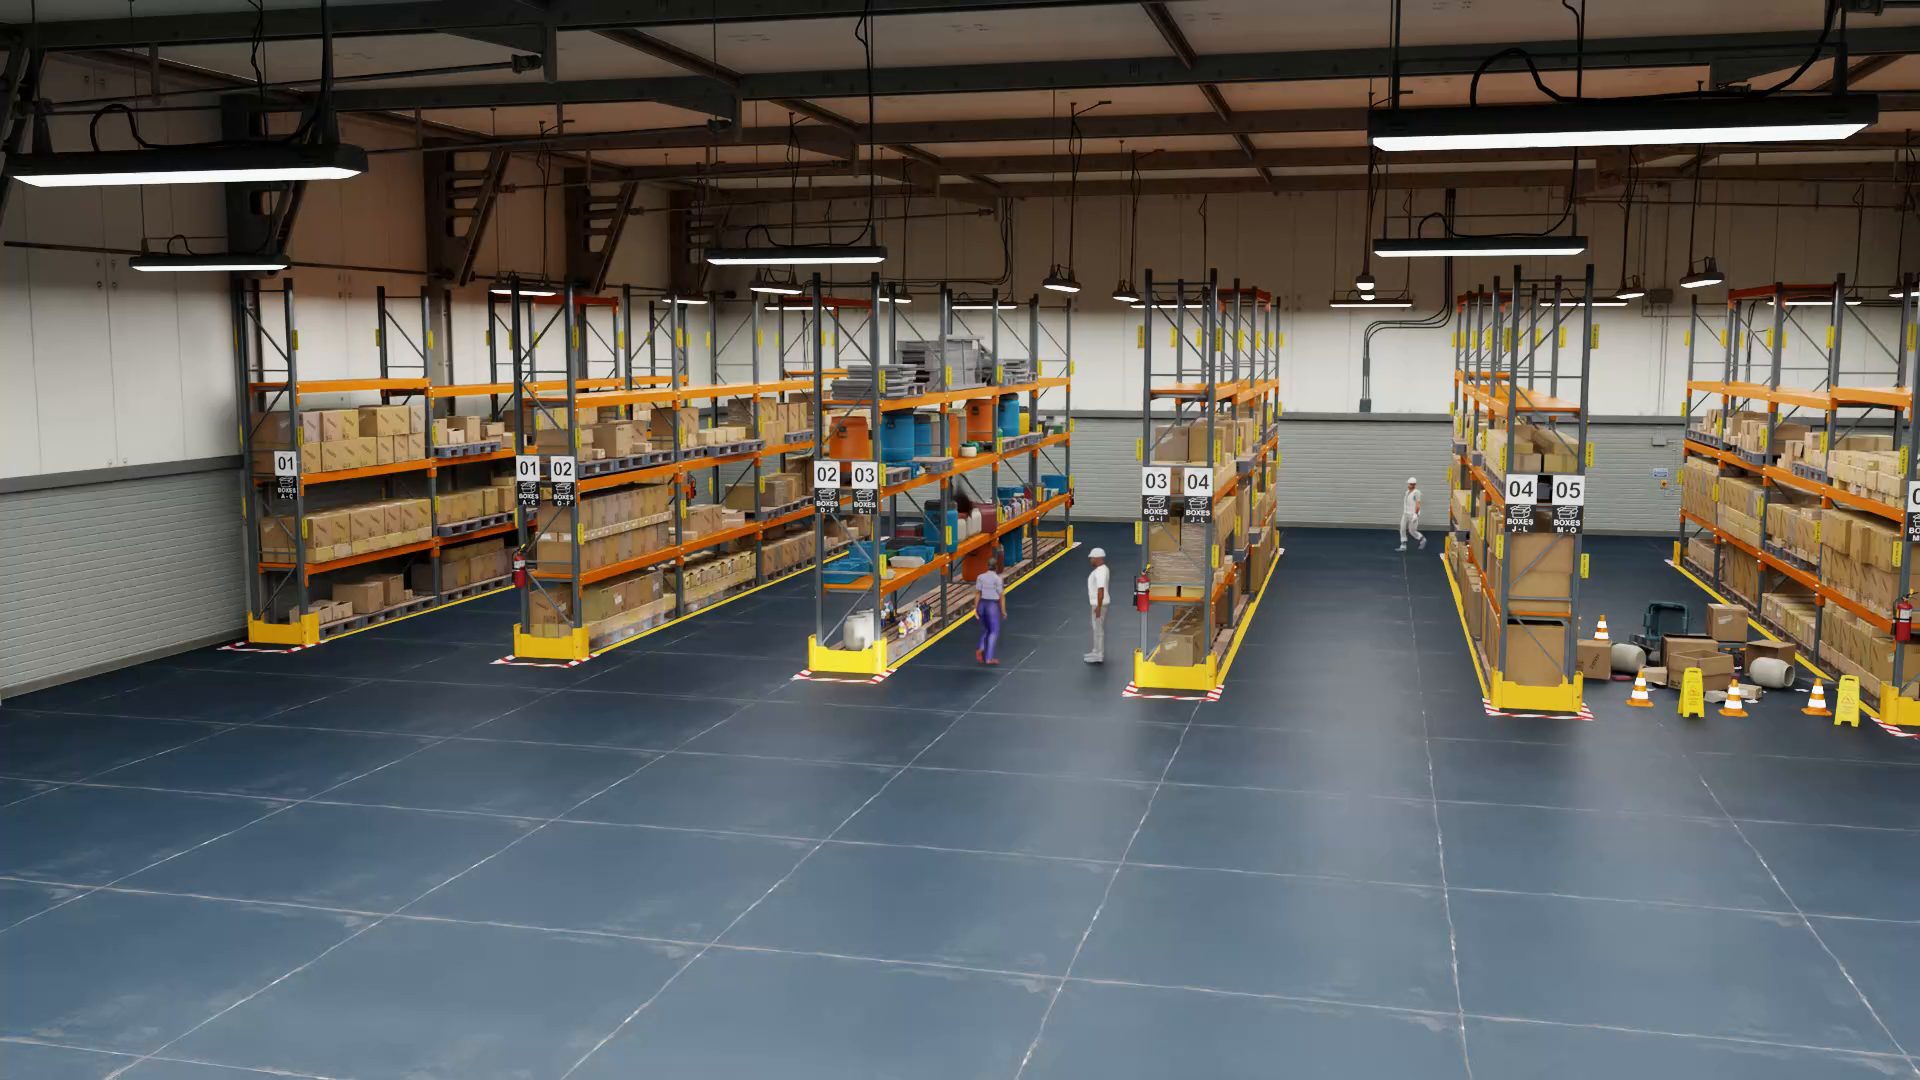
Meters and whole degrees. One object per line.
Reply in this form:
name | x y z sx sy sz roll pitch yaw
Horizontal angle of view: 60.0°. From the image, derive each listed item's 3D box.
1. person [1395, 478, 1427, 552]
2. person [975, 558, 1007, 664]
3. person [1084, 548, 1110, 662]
person | 10.660 -0.587 39.210 0.782 1.775 0.548 -3 7 -22
person | 0.502 1.115 25.726 0.425 1.649 0.479 -7 10 -44
person | 2.149 1.001 26.045 0.404 1.770 0.613 1 7 5
